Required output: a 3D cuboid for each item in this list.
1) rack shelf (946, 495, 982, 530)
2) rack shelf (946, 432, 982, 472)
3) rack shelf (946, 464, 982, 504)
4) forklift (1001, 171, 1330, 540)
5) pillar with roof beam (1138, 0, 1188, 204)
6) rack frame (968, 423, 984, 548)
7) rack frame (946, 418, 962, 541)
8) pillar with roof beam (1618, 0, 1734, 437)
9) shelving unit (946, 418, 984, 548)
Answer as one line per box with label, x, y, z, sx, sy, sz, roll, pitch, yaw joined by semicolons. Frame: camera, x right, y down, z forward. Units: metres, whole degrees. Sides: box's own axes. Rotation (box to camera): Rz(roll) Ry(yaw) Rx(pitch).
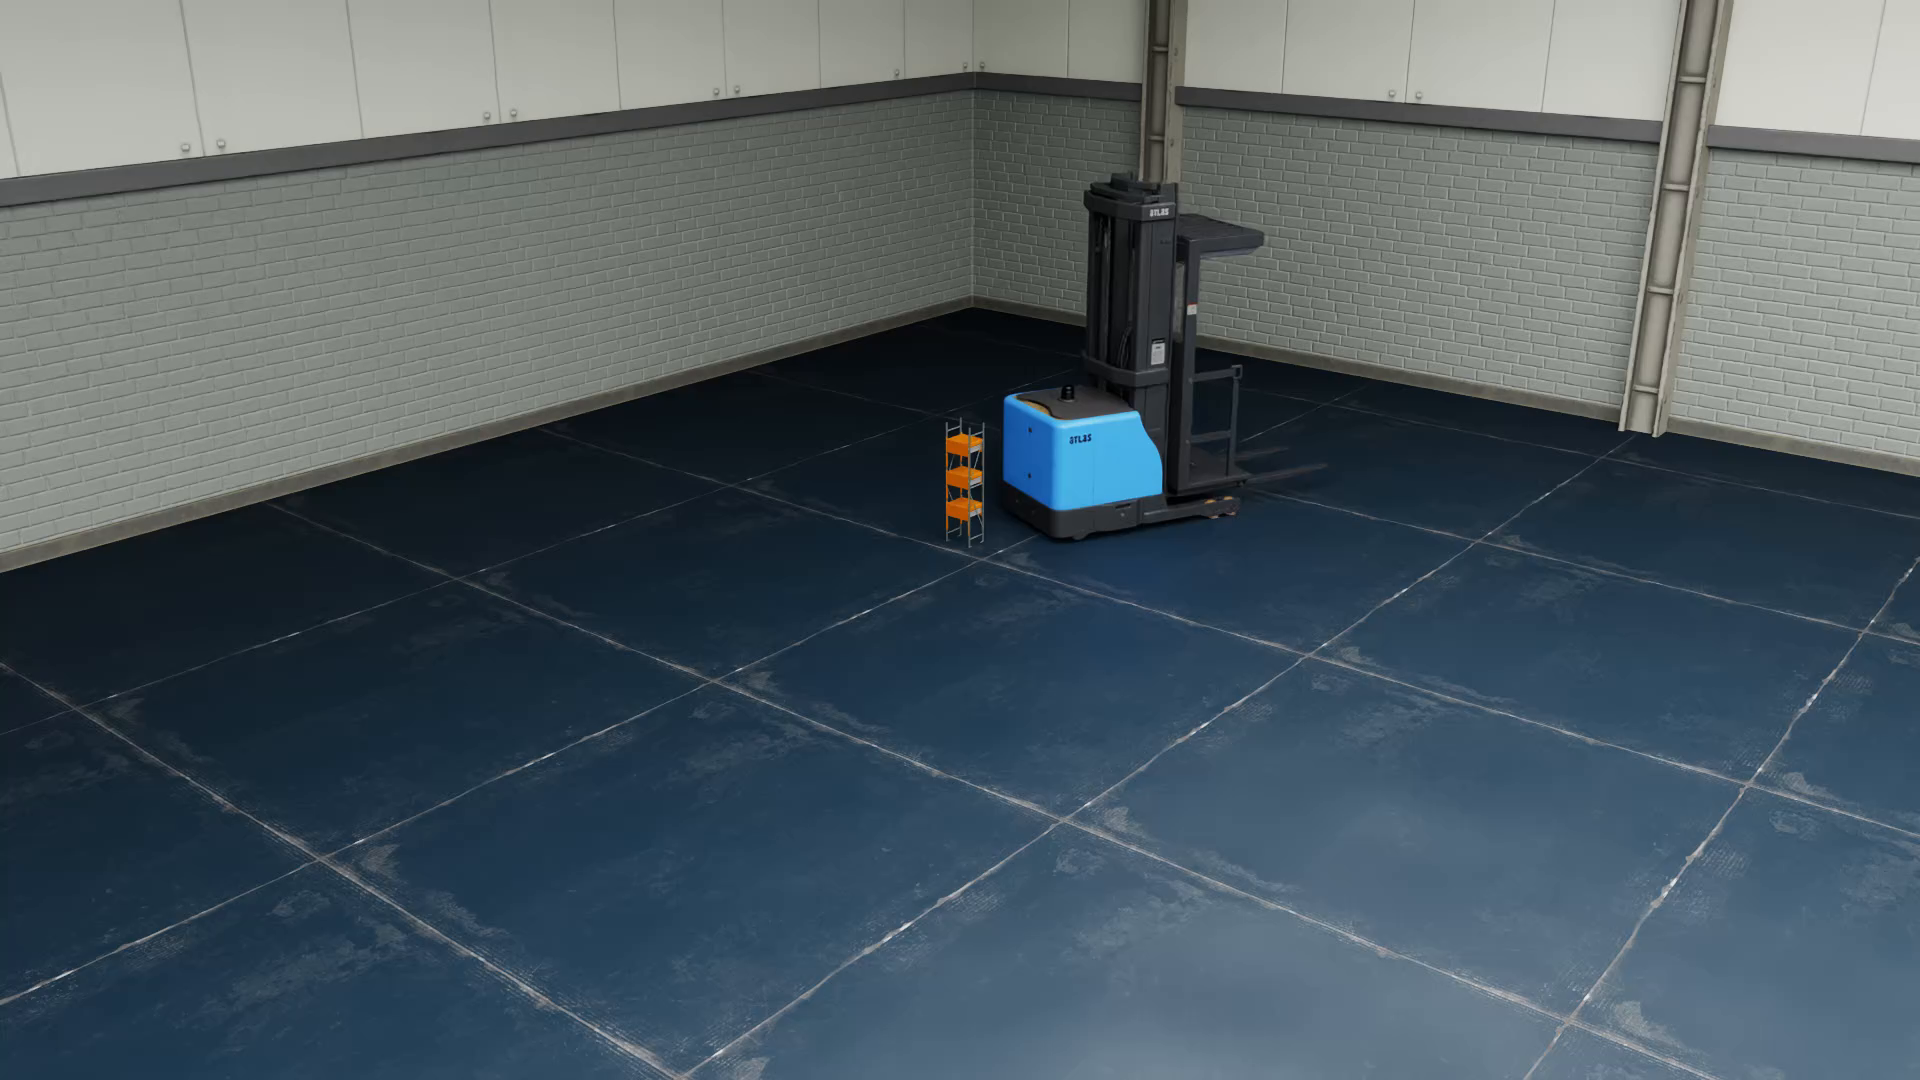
rack shelf;0.041;-0.209;14.055;0.240;0.259;0.215;16;26;36
rack shelf;0.041;-0.735;13.857;0.240;0.259;0.215;16;26;36
rack shelf;0.041;-0.469;13.957;0.240;0.259;0.215;16;26;36
forklift;1.916;-1.713;14.560;3.031;2.935;1.130;-10;23;-25
pillar with roof beam;-0.325;-5.503;16.011;0.400;9.000;9.100;16;26;36
rack frame;0.136;-0.452;13.881;0.008;1.050;0.200;16;26;36
rack frame;-0.053;-0.507;14.026;0.008;1.050;0.200;16;26;36
pillar with roof beam;4.324;-4.165;12.461;0.400;9.000;9.100;16;26;36
shelving unit;0.041;-0.479;13.953;0.252;1.050;0.215;16;26;36
